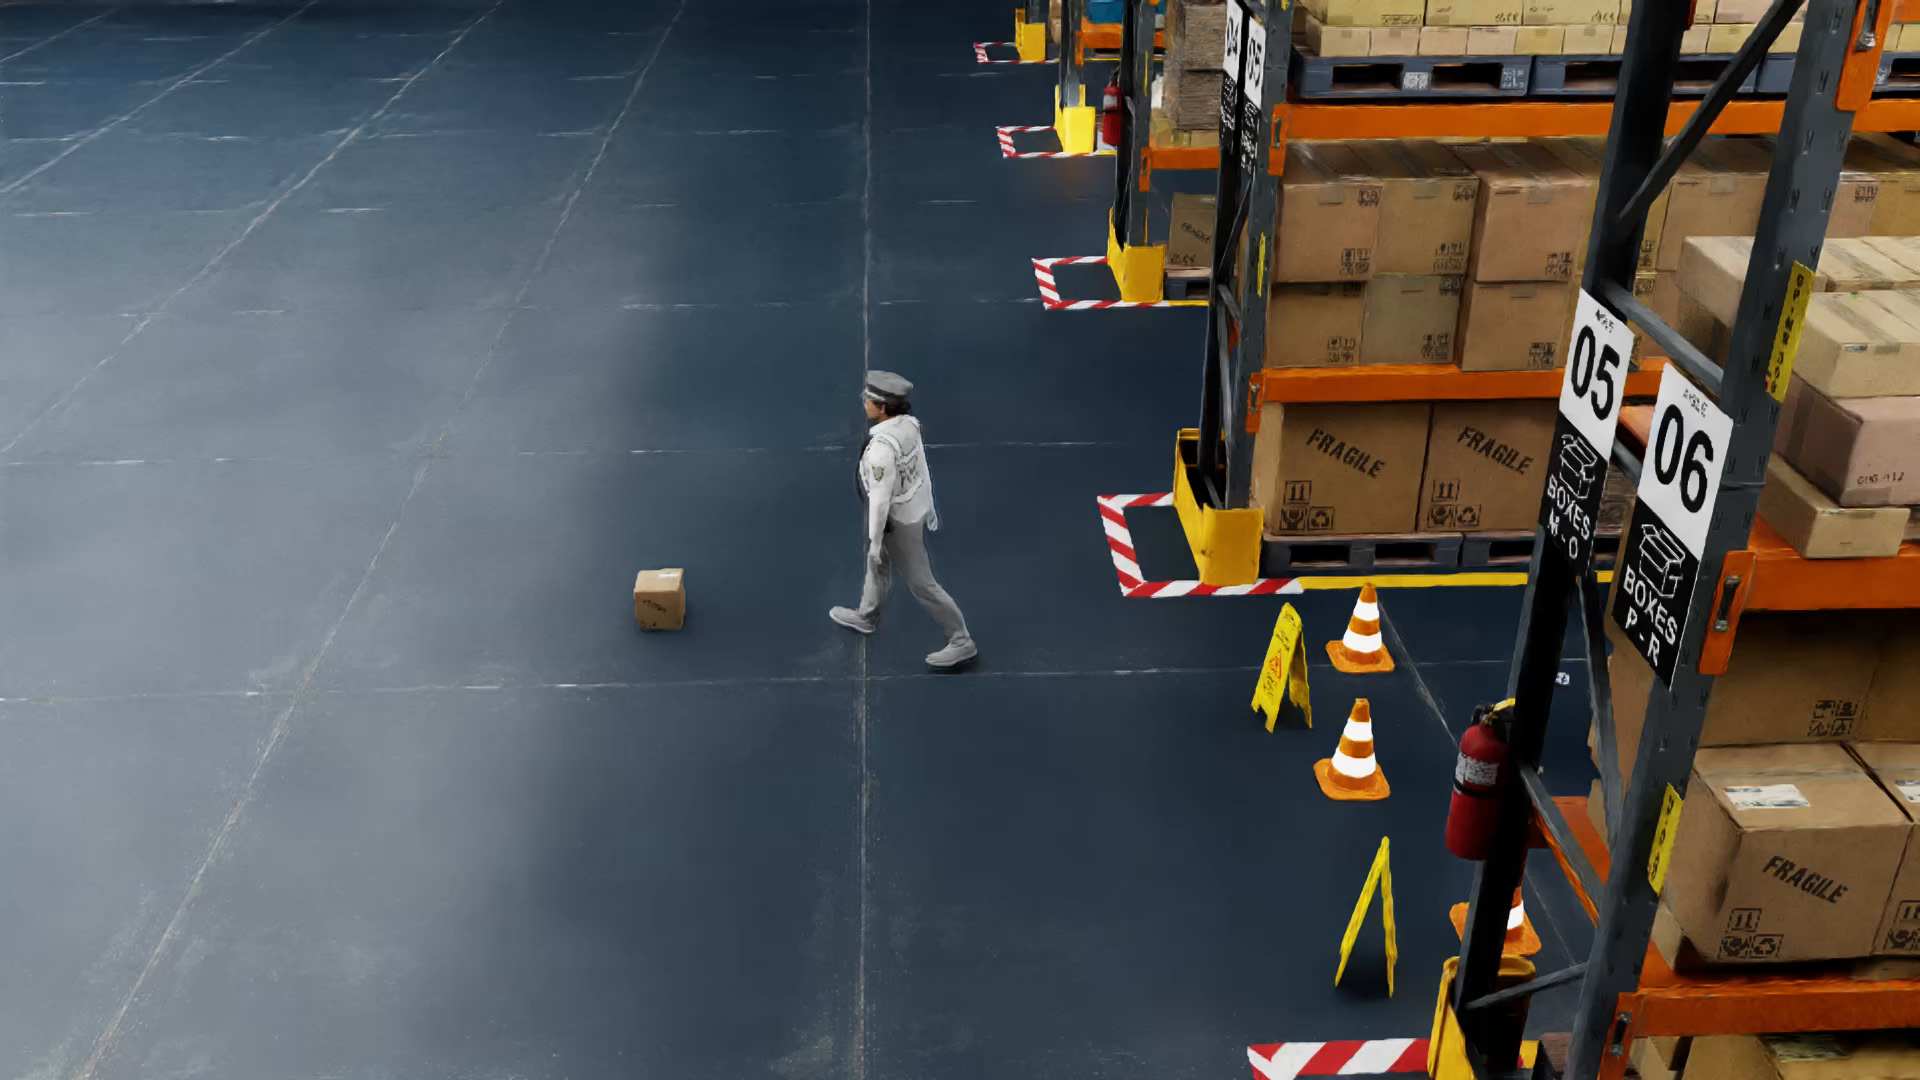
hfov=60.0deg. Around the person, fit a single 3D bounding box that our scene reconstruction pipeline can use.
[{"bbox_3d":[-0.343,-0.122,8.857,0.923,1.636,0.520,8,29,14],"label":"person"}]
